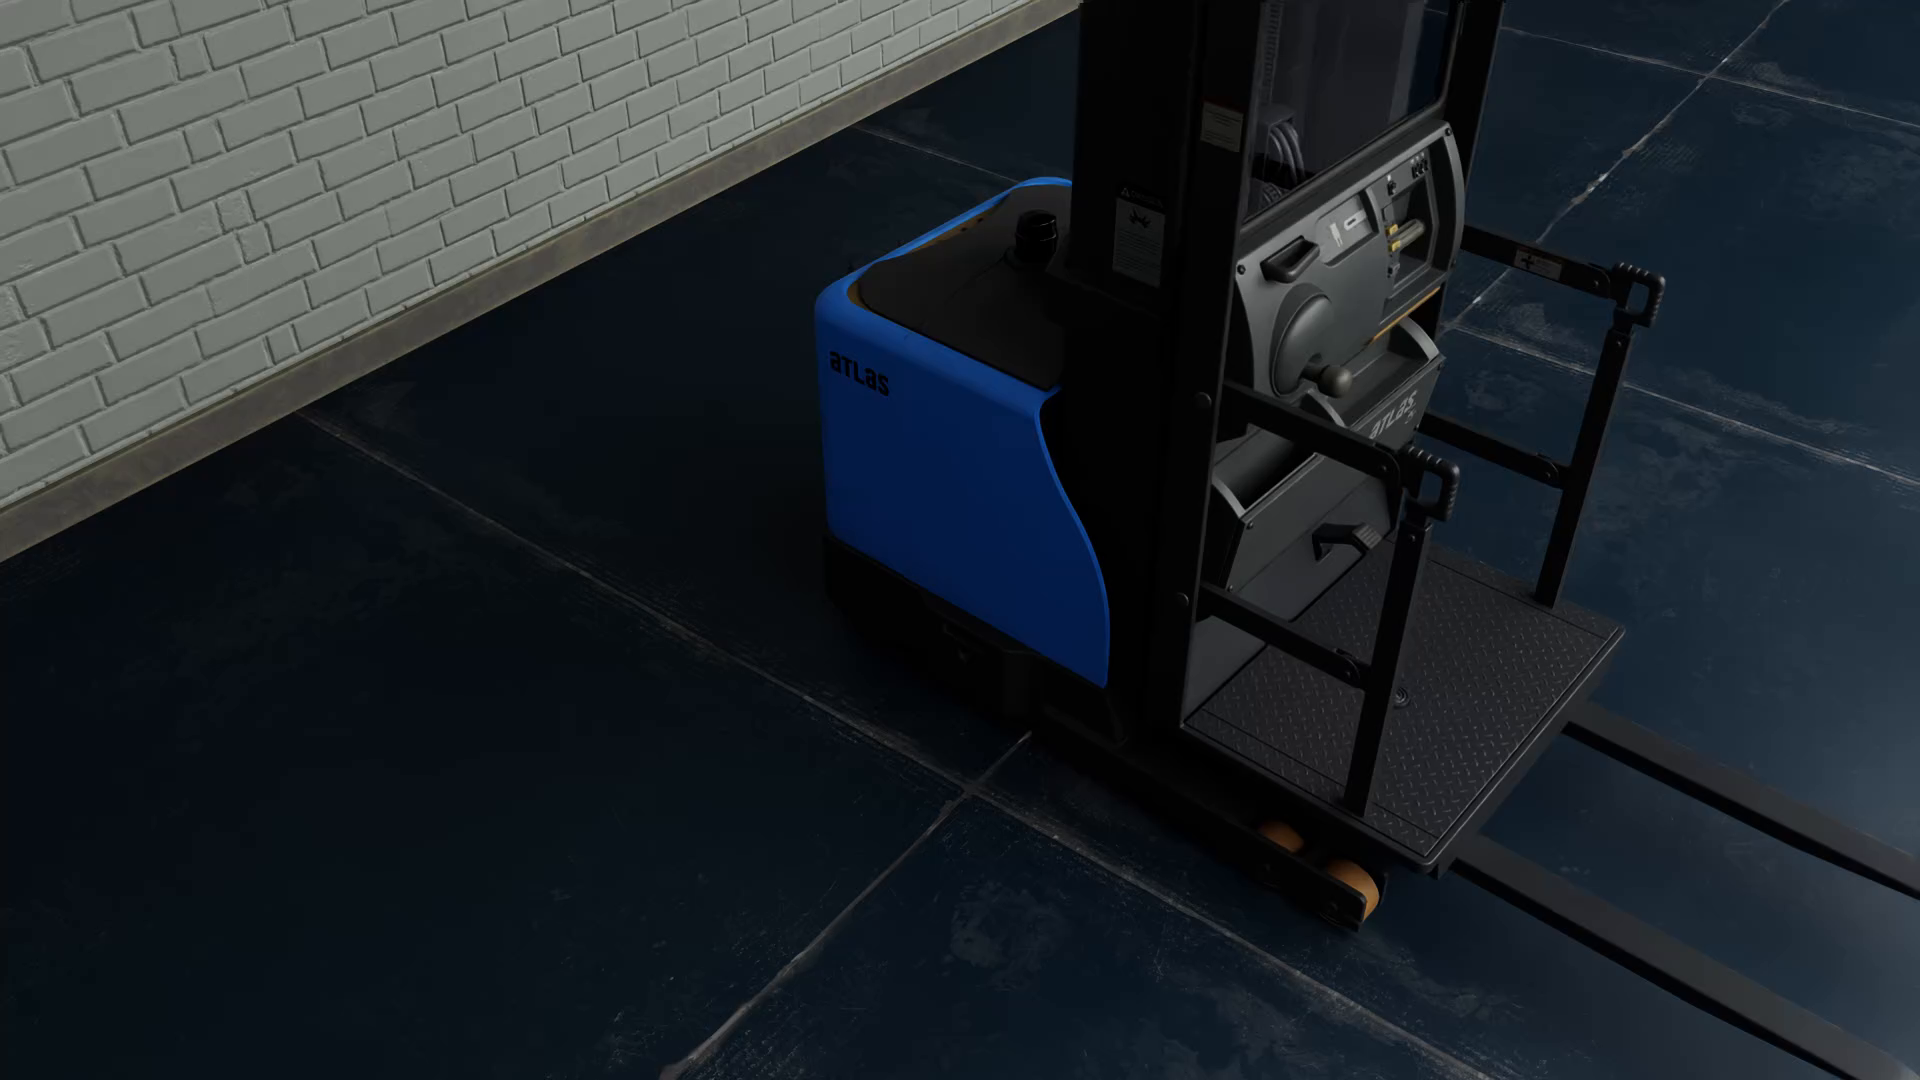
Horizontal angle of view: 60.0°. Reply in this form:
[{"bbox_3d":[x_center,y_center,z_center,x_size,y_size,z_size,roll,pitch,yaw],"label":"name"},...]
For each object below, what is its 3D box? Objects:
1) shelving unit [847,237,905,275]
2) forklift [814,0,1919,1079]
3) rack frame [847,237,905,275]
[{"bbox_3d":[-0.169,-0.449,5.094,0.210,0.900,0.258,28,46,31],"label":"shelving unit"},{"bbox_3d":[1.044,-0.582,3.616,3.031,2.935,1.130,28,46,31],"label":"forklift"},{"bbox_3d":[-0.246,-0.491,5.147,0.006,0.900,0.240,28,46,31],"label":"rack frame"}]
